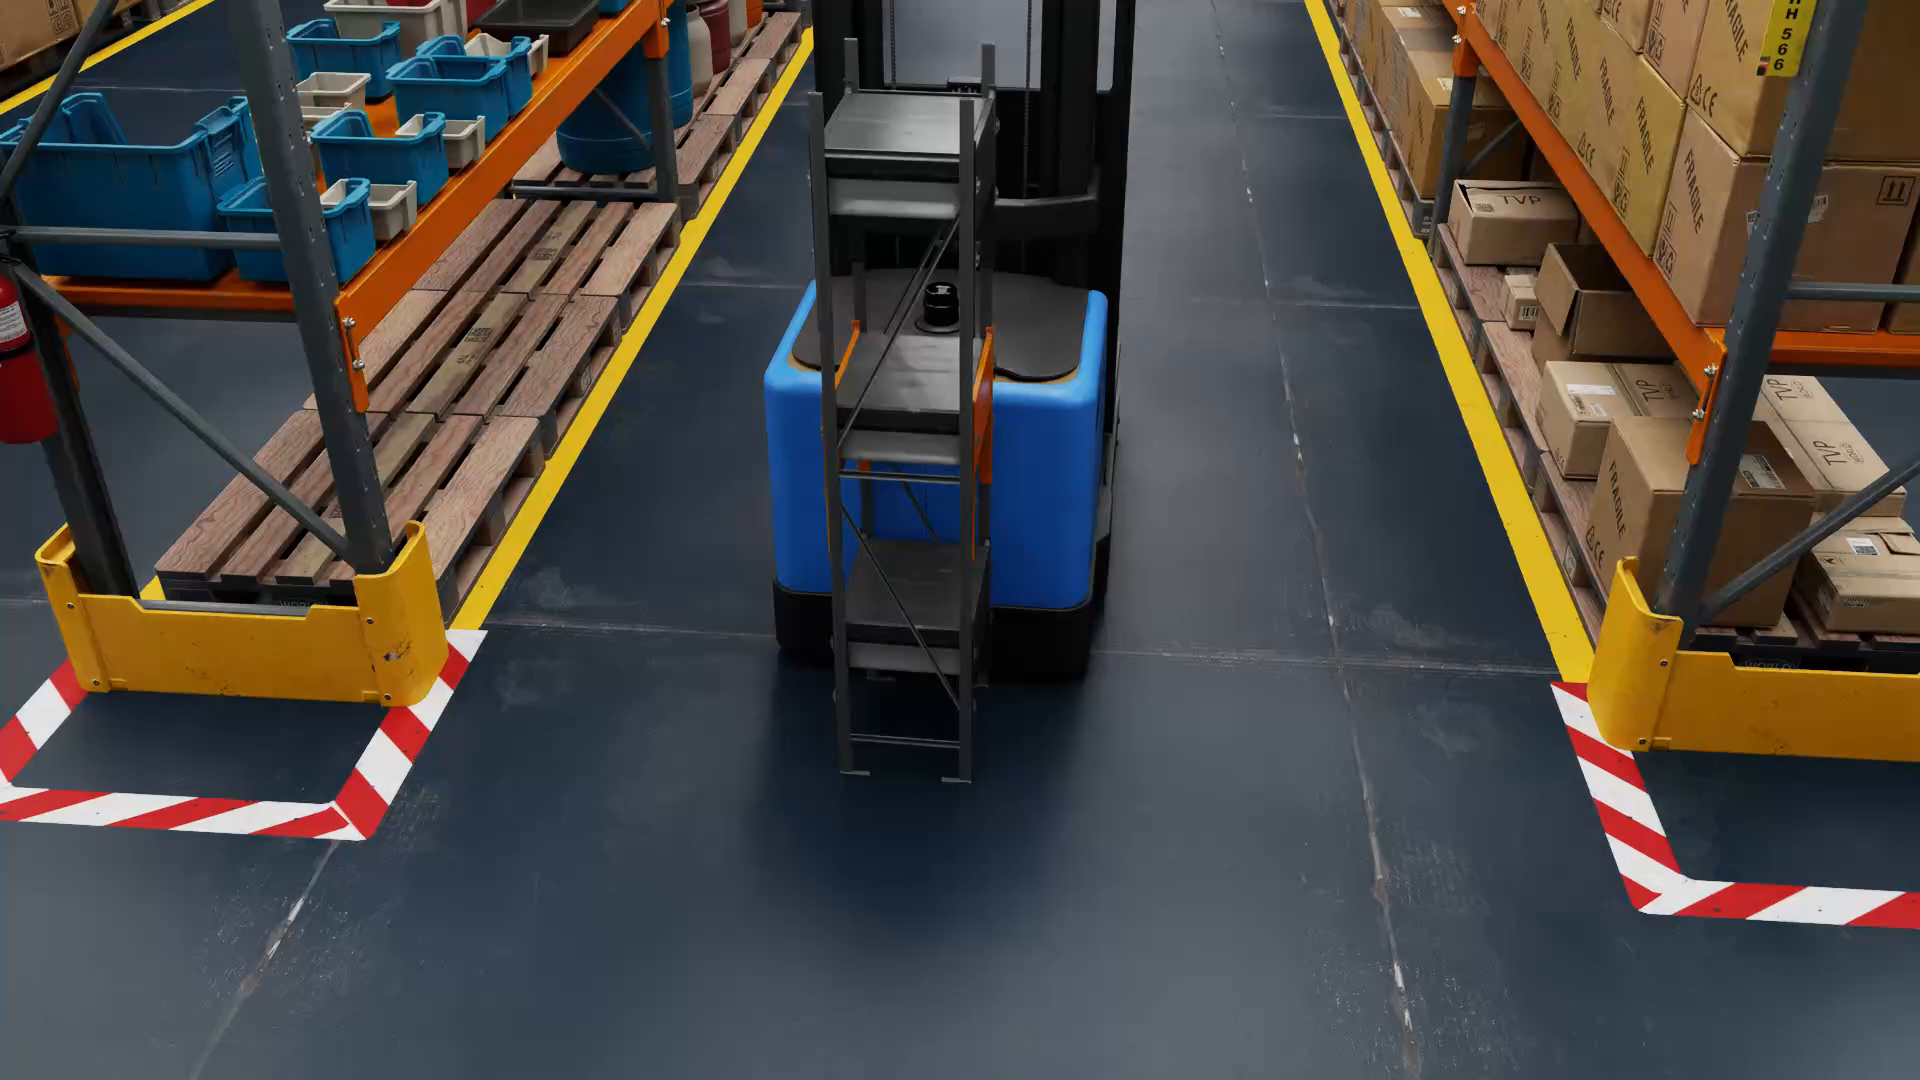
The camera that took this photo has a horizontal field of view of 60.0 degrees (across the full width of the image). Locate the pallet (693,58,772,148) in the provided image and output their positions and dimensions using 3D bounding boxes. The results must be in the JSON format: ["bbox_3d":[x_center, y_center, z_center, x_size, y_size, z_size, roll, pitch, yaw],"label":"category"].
[{"bbox_3d":[-1.800,-2.807,10.604,1.003,0.211,1.213,2,32,4],"label":"pallet"}]

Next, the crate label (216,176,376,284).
[{"bbox_3d":[-1.978,-0.931,5.003,0.416,0.233,0.303,2,32,4],"label":"crate label"}]

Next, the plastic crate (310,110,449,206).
[{"bbox_3d":[-1.925,-1.275,5.562,0.416,0.233,0.300,2,32,4],"label":"plastic crate"}]

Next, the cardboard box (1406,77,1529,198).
[{"bbox_3d":[2.690,-2.133,8.815,0.500,0.500,0.500,2,32,4],"label":"cardboard box"}]

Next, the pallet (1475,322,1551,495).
[{"bbox_3d":[2.782,-0.553,6.947,1.003,0.211,1.213,2,32,4],"label":"pallet"}]

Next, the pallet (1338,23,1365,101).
[{"bbox_3d":[3.163,-3.255,11.331,1.003,0.211,1.213,2,32,4],"label":"pallet"}]

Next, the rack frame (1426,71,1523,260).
[{"bbox_3d":[2.936,-2.739,7.836,1.000,3.000,0.127,2,32,4],"label":"rack frame"}]

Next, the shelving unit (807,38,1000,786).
[{"bbox_3d":[-0.136,-0.293,4.724,0.431,2.100,0.503,4,32,6],"label":"shelving unit"}]

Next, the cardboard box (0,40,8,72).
[{"bbox_3d":[-6.833,-3.242,10.276,1.225,0.875,0.875,1,32,2],"label":"cardboard box"}]

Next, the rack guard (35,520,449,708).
[{"bbox_3d":[-2.316,0.216,5.423,1.175,0.500,0.348,2,32,4],"label":"rack guard"}]

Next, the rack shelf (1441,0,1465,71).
[{"bbox_3d":[3.099,-3.479,9.722,1.077,0.370,4.000,2,32,4],"label":"rack shelf"}]

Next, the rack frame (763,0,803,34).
[{"bbox_3d":[-1.675,-5.045,11.577,1.000,3.000,0.127,2,32,4],"label":"rack frame"}]

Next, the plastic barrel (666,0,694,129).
[{"bbox_3d":[-1.882,-2.892,9.684,0.600,0.901,0.708,2,32,4],"label":"plastic barrel"}]

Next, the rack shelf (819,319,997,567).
[{"bbox_3d":[-0.136,-0.281,4.731,0.431,0.518,0.480,4,32,6],"label":"rack shelf"}]

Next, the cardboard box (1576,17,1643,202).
[{"bbox_3d":[2.460,-1.468,5.678,0.500,0.500,0.500,3,32,4],"label":"cardboard box"}]

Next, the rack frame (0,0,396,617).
[{"bbox_3d":[-2.327,-0.861,4.789,1.000,3.000,0.127,2,32,4],"label":"rack frame"}]

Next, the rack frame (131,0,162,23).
[{"bbox_3d":[-6.612,-5.256,11.920,1.000,3.000,0.127,2,32,4],"label":"rack frame"}]

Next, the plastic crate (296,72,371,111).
[{"bbox_3d":[-2.399,-1.662,6.282,0.298,0.136,0.250,2,32,4],"label":"plastic crate"}]

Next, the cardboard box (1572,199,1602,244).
[{"bbox_3d":[3.172,-1.552,7.873,0.500,0.500,0.500,2,32,4],"label":"cardboard box"}]

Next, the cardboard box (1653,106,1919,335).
[{"bbox_3d":[2.375,-0.936,4.815,0.500,0.500,0.500,3,32,5],"label":"cardboard box"}]

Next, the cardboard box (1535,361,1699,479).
[{"bbox_3d":[2.516,-0.455,6.330,0.500,0.250,0.500,2,32,4],"label":"cardboard box"}]

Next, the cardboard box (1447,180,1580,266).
[{"bbox_3d":[2.686,-1.572,8.085,0.500,0.311,0.500,2,32,4],"label":"cardboard box"}]

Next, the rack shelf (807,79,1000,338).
[{"bbox_3d":[-0.136,-0.877,4.364,0.431,0.518,0.480,4,32,6],"label":"rack shelf"}]

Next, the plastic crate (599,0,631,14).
[{"bbox_3d":[-1.699,-2.713,7.751,0.392,0.384,0.575,2,32,4],"label":"plastic crate"}]

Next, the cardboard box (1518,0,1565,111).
[{"bbox_3d":[2.541,-1.998,6.537,0.500,0.500,0.500,2,32,4],"label":"cardboard box"}]

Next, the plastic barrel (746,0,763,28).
[{"bbox_3d":[-1.698,-4.043,11.619,0.600,0.830,0.708,2,32,4],"label":"plastic barrel"}]

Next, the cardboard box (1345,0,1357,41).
[{"bbox_3d":[2.940,-3.728,11.404,0.500,0.500,0.500,4,32,6],"label":"cardboard box"}]

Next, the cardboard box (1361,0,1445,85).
[{"bbox_3d":[2.857,-3.192,10.534,0.500,0.500,0.500,2,32,3],"label":"cardboard box"}]

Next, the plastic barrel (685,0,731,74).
[{"bbox_3d":[-1.790,-3.350,10.725,0.600,0.588,0.708,2,32,4],"label":"plastic barrel"}]

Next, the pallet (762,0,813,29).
[{"bbox_3d":[-1.573,-4.261,12.963,1.003,0.211,1.213,2,32,4],"label":"pallet"}]

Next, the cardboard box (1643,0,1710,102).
[{"bbox_3d":[2.413,-1.625,4.979,0.500,0.500,0.500,3,32,5],"label":"cardboard box"}]

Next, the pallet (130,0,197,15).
[{"bbox_3d":[-6.547,-4.478,13.314,1.003,0.211,1.213,2,32,4],"label":"pallet"}]

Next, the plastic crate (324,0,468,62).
[{"bbox_3d":[-2.309,-2.137,6.915,0.437,0.282,0.530,2,32,4],"label":"plastic crate"}]

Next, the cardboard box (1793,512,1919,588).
[{"bbox_3d":[3.007,0.036,5.614,0.380,0.166,0.250,2,32,4],"label":"cardboard box"}]

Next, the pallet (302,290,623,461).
[{"bbox_3d":[-2.119,-0.740,7.250,1.003,0.211,1.213,2,32,4],"label":"pallet"}]

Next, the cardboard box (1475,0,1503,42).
[{"bbox_3d":[2.623,-2.527,7.396,0.500,0.500,0.500,3,32,5],"label":"cardboard box"}]

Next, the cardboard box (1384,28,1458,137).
[{"bbox_3d":[2.780,-2.653,9.659,0.500,0.500,0.500,3,32,5],"label":"cardboard box"}]

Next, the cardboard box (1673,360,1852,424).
[{"bbox_3d":[3.019,-0.460,6.338,0.500,0.250,0.500,2,32,4],"label":"cardboard box"}]

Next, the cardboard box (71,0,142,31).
[{"bbox_3d":[-6.689,-4.170,11.783,1.225,0.875,0.875,1,32,2],"label":"cardboard box"}]

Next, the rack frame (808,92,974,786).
[{"bbox_3d":[-0.165,-0.166,4.518,0.400,2.100,0.015,4,32,6],"label":"rack frame"}]

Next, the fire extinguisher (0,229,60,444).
[{"bbox_3d":[-2.792,-0.610,4.810,0.296,0.674,0.183,2,32,4],"label":"fire extinguisher"}]

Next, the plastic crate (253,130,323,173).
[{"bbox_3d":[-2.403,-1.360,5.791,0.396,0.136,0.243,2,32,4],"label":"plastic crate"}]

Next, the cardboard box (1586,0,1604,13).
[{"bbox_3d":[2.492,-2.165,5.855,0.500,0.500,0.500,3,32,6],"label":"cardboard box"}]

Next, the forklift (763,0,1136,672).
[{"bbox_3d":[0.075,-1.572,6.007,1.130,2.935,3.031,4,32,6],"label":"forklift"}]

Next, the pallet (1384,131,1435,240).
[{"bbox_3d":[2.964,-1.979,9.260,1.003,0.211,1.213,2,32,4],"label":"pallet"}]

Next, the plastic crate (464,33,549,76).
[{"bbox_3d":[-1.843,-1.943,6.738,0.293,0.136,0.466,2,32,4],"label":"plastic crate"}]

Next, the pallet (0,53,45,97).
[{"bbox_3d":[-6.853,-3.024,10.955,1.003,0.211,1.213,2,32,4],"label":"pallet"}]

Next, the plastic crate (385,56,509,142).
[{"bbox_3d":[-1.871,-1.619,6.121,0.416,0.233,0.300,2,32,4],"label":"plastic crate"}]

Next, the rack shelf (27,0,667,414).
[{"bbox_3d":[-2.164,-1.601,6.674,1.077,0.370,4.000,2,32,4],"label":"rack shelf"}]
